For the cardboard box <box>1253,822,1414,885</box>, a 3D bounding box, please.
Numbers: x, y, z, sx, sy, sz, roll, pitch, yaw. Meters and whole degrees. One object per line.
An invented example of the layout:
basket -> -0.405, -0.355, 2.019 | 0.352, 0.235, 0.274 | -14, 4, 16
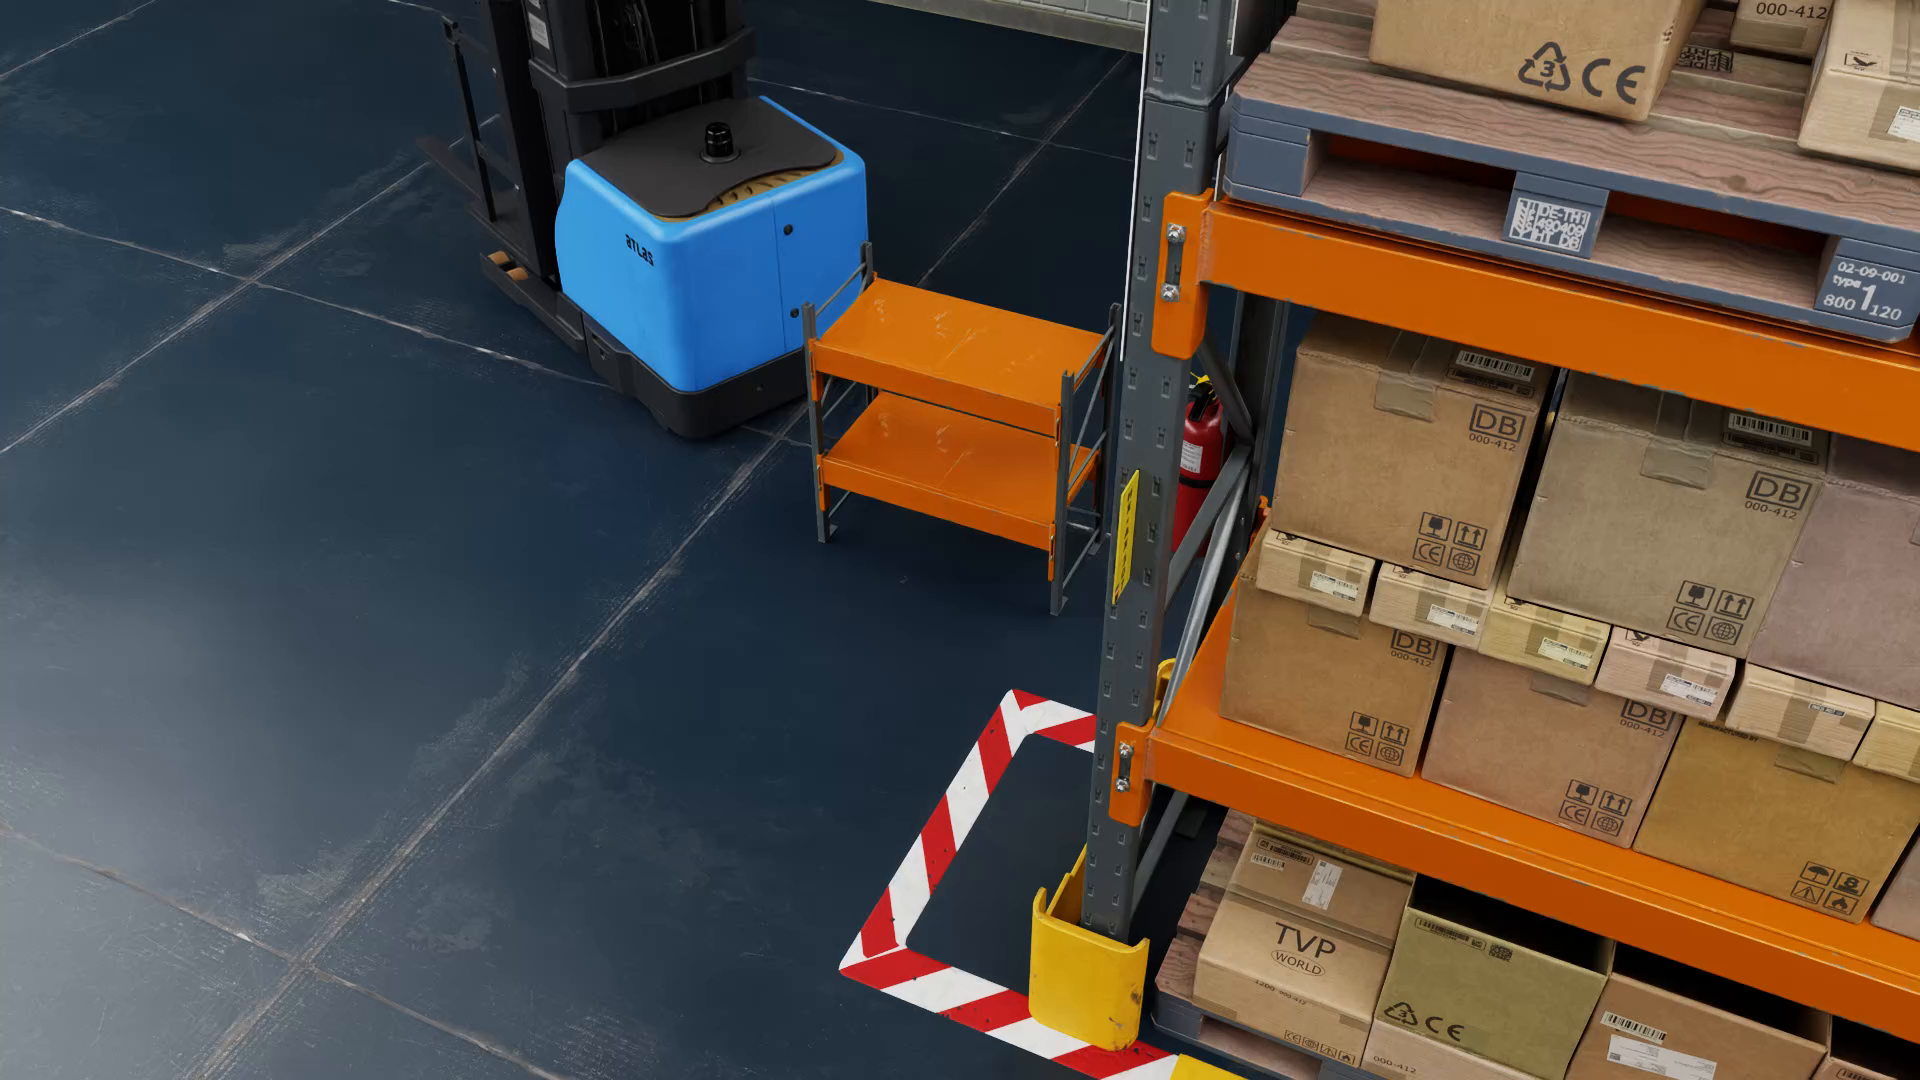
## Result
cardboard box -> 1.223, 0.879, 5.224 | 0.500, 0.250, 0.500 | 17, 44, 19

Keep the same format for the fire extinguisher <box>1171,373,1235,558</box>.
fire extinguisher -> 0.702, -0.254, 4.811 | 0.183, 0.674, 0.296 | 17, 44, 19

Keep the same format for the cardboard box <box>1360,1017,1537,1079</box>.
cardboard box -> 1.459, 1.323, 4.712 | 0.500, 0.250, 0.500 | 17, 44, 19

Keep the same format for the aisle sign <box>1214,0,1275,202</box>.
aisle sign -> 0.677, -1.149, 3.801 | 0.004, 0.787, 0.394 | 17, 44, 19

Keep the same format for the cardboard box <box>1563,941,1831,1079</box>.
cardboard box -> 1.917, 1.171, 4.315 | 0.500, 0.500, 0.500 | 17, 44, 19

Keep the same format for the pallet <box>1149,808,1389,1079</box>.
pallet -> 1.323, 1.266, 5.128 | 1.213, 0.211, 1.003 | 17, 44, 19

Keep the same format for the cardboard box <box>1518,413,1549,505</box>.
cardboard box -> 1.277, -0.193, 4.111 | 0.250, 0.149, 0.380 | 18, 44, 20

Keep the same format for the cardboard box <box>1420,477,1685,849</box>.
cardboard box -> 1.508, 0.267, 4.075 | 0.500, 0.500, 0.700 | 18, 44, 20

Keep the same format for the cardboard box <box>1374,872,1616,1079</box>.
cardboard box -> 1.458, 1.041, 4.465 | 0.500, 0.500, 0.500 | 17, 44, 19

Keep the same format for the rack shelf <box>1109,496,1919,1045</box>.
rack shelf -> 2.425, 0.851, 4.027 | 4.000, 0.370, 1.077 | 17, 44, 19

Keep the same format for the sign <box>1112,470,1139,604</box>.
sign -> 0.372, -0.004, 3.743 | 0.005, 0.325, 0.100 | 17, 44, 19

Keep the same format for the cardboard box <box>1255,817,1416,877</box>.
cardboard box -> 1.224, 0.595, 4.980 | 0.500, 0.500, 0.500 | 17, 44, 19

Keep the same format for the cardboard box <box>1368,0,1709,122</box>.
cardboard box -> 1.132, -1.197, 3.044 | 0.637, 0.503, 0.797 | 20, 45, 22

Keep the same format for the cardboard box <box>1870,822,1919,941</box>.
cardboard box -> 2.434, 0.552, 3.747 | 0.500, 0.500, 0.700 | 18, 44, 20

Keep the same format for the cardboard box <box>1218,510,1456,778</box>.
cardboard box -> 1.030, 0.125, 4.239 | 0.500, 0.500, 0.700 | 17, 44, 19

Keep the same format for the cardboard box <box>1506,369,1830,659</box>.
cardboard box -> 1.557, -0.208, 3.633 | 0.500, 0.500, 0.700 | 16, 43, 18

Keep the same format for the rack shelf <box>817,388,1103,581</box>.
rack shelf -> 0.006, -0.238, 6.540 | 1.000, 0.278, 0.538 | 17, 44, 19

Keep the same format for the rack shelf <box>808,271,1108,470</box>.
rack shelf -> 0.006, -0.644, 6.188 | 1.000, 0.278, 0.538 | 17, 44, 19

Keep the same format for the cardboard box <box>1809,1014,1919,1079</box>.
cardboard box -> 2.363, 1.320, 4.143 | 0.500, 0.500, 0.500 | 17, 44, 19

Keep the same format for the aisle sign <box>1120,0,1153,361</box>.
aisle sign -> 0.424, -0.793, 3.390 | 0.004, 0.787, 0.394 | 17, 44, 19

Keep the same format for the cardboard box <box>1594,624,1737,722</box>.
cardboard box -> 1.571, 0.192, 3.667 | 0.250, 0.149, 0.380 | 16, 44, 18

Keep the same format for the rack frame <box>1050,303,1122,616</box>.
rack frame -> 0.467, -0.282, 6.217 | 0.032, 1.125, 0.500 | 17, 44, 19

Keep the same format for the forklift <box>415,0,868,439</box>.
forklift -> -1.698, -2.445, 7.333 | 1.130, 2.935, 3.031 | -28, 48, -28

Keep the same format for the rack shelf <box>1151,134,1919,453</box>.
rack shelf -> 2.425, -0.282, 3.044 | 4.000, 0.370, 1.077 | 17, 44, 19

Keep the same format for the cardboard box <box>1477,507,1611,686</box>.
cardboard box -> 1.343, 0.121, 3.749 | 0.250, 0.149, 0.380 | 17, 44, 19

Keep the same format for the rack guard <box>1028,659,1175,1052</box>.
rack guard -> 0.591, 0.964, 5.257 | 0.348, 0.500, 1.175 | 17, 44, 19

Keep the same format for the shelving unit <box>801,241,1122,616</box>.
shelving unit -> 0.006, -0.423, 6.379 | 1.048, 1.125, 0.538 | 17, 44, 19

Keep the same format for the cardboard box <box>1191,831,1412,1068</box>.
cardboard box -> 1.005, 1.187, 4.870 | 0.500, 0.250, 0.500 | 17, 44, 19

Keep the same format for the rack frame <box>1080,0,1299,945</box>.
rack frame -> 0.613, 0.026, 4.430 | 0.127, 3.000, 1.000 | 17, 44, 19

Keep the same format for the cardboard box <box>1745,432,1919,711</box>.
cardboard box -> 2.014, -0.069, 3.473 | 0.500, 0.500, 0.700 | 17, 44, 19

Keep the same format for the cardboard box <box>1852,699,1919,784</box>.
cardboard box -> 2.045, 0.335, 3.502 | 0.250, 0.149, 0.380 | 16, 44, 18

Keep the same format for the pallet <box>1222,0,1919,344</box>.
pallet -> 1.242, -0.863, 3.233 | 1.213, 0.211, 1.003 | 17, 44, 19

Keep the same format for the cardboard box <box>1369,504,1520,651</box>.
cardboard box -> 1.118, 0.051, 3.830 | 0.250, 0.149, 0.380 | 16, 43, 18

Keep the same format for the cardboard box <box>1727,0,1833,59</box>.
cardboard box -> 1.768, -1.100, 3.126 | 0.500, 0.250, 0.500 | 17, 44, 19

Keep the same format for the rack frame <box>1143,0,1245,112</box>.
rack frame -> 0.613, -2.241, 2.465 | 0.127, 3.000, 1.000 | 17, 44, 19

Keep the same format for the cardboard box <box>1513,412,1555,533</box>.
cardboard box -> 1.509, -0.122, 4.029 | 0.250, 0.149, 0.380 | 16, 44, 18

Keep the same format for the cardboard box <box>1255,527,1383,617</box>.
cardboard box -> 0.877, -0.021, 3.912 | 0.250, 0.149, 0.380 | 17, 44, 18

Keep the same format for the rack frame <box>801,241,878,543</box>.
rack frame -> -0.455, -0.564, 6.542 | 0.032, 1.125, 0.500 | 17, 44, 19

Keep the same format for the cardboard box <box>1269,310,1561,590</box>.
cardboard box -> 1.078, -0.351, 3.798 | 0.500, 0.500, 0.700 | 17, 44, 19

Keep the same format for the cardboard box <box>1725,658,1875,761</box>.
cardboard box -> 1.813, 0.264, 3.583 | 0.250, 0.149, 0.380 | 16, 43, 17

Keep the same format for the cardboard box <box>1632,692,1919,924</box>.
cardboard box -> 1.956, 0.408, 3.912 | 0.500, 0.500, 0.700 | 17, 44, 19

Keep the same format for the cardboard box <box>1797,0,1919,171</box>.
cardboard box -> 1.604, -0.794, 2.850 | 0.250, 0.149, 0.380 | 17, 44, 19
